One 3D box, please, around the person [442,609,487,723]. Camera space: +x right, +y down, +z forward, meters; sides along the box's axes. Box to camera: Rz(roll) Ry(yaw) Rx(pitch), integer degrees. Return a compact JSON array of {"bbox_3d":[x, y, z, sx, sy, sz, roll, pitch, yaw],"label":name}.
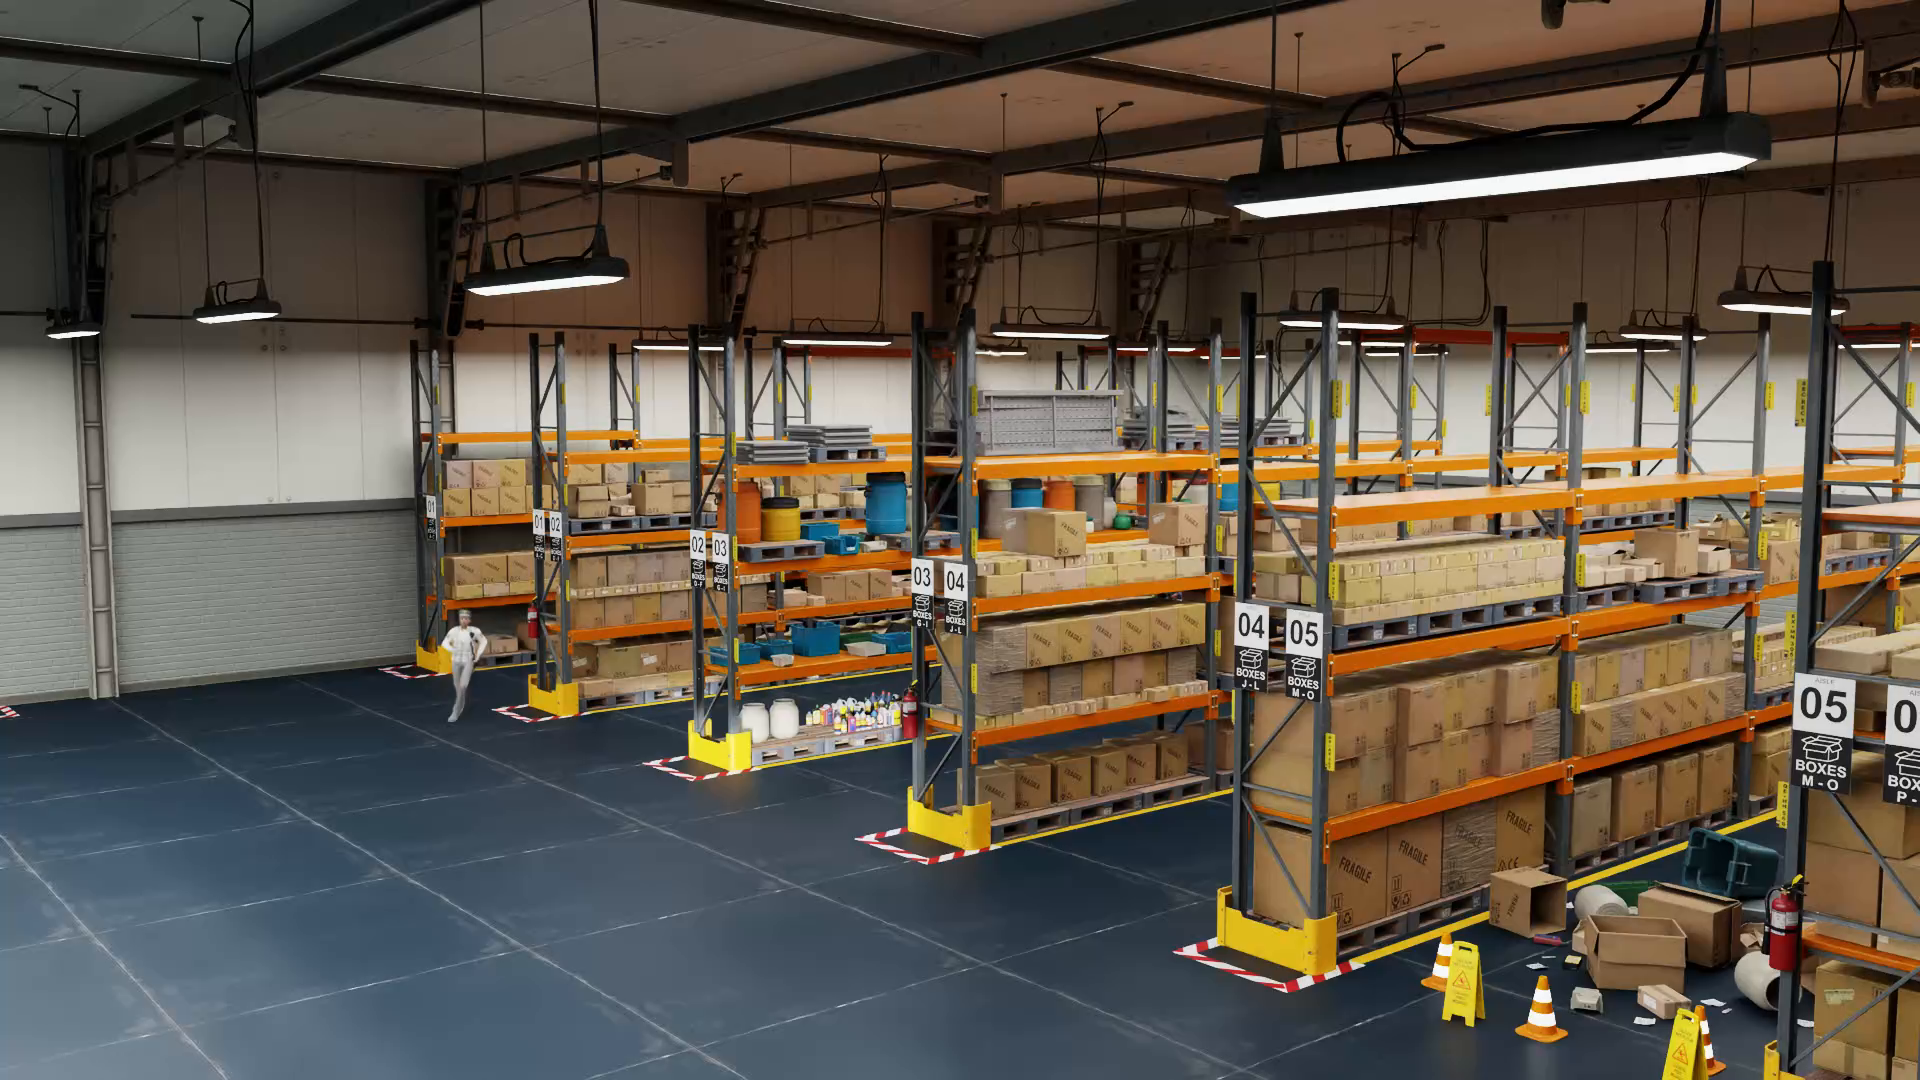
[{"bbox_3d":[-7.718,1.919,25.880,0.641,1.716,0.818,0,5,-1],"label":"person"}]
